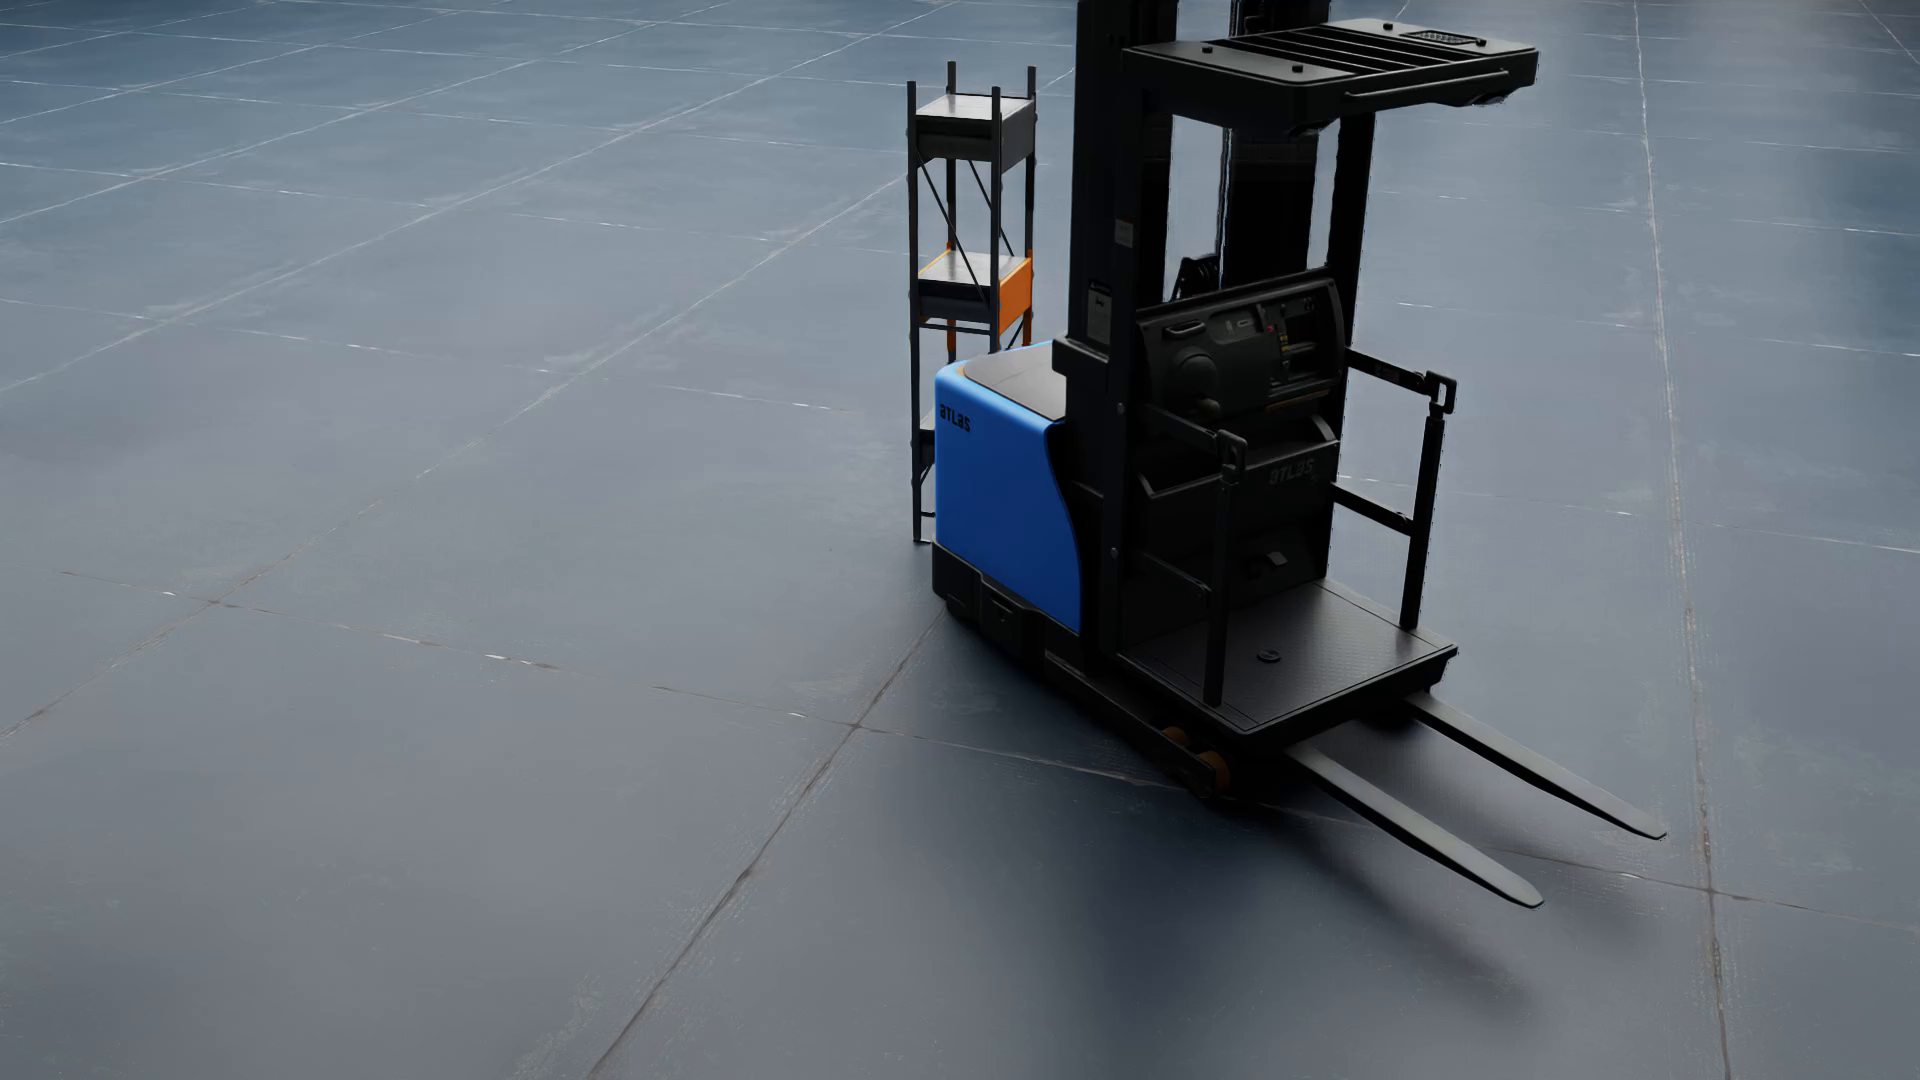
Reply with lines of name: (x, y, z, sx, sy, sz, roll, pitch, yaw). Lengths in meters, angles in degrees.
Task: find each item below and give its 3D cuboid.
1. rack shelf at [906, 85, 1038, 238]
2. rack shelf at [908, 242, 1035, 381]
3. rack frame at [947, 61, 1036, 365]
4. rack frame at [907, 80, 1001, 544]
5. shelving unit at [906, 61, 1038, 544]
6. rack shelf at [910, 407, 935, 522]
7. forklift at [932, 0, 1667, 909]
rack shelf: (0.055, -1.631, 7.134, 0.431, 0.518, 0.480, 9, 27, 17)
rack shelf: (0.055, -1.001, 7.439, 0.431, 0.518, 0.480, 9, 27, 17)
rack frame: (0.136, -1.113, 7.640, 0.400, 2.100, 0.015, 9, 27, 17)
rack frame: (-0.026, -0.913, 7.226, 0.400, 2.100, 0.015, 9, 27, 17)
shelving unit: (0.055, -1.013, 7.433, 0.431, 2.100, 0.503, 9, 27, 17)
rack shelf: (0.055, -0.371, 7.744, 0.431, 0.518, 0.480, 9, 27, 17)
forklift: (1.128, -0.645, 5.720, 1.130, 2.935, 3.031, -17, 30, -31)
